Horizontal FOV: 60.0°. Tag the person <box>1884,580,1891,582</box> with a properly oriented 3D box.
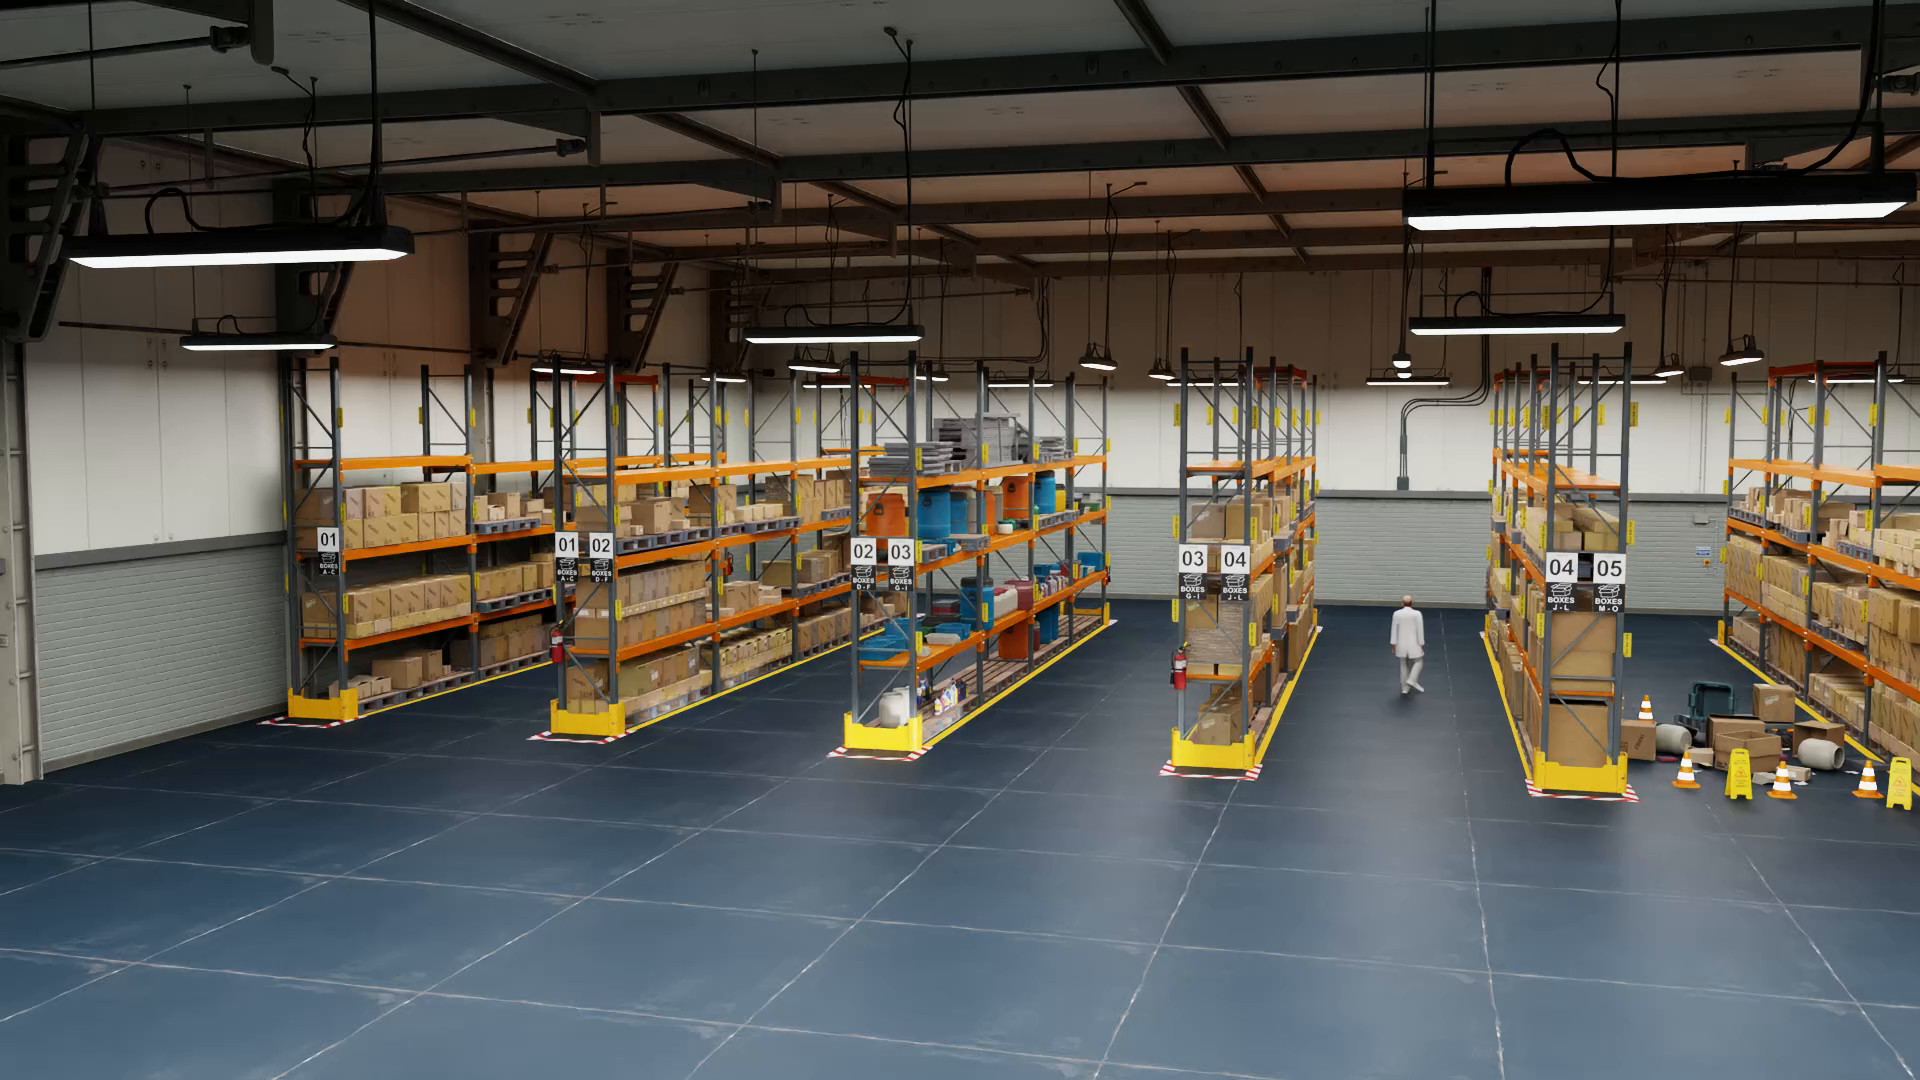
[{"bbox_3d":[19.515,1.602,34.856,0.446,1.658,0.505,-2,5,-28],"label":"person"}]

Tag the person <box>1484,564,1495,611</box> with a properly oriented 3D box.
[{"bbox_3d":[12.807,1.194,39.652,0.806,1.756,0.592,-2,5,-27],"label":"person"}]

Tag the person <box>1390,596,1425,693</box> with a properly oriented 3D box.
[{"bbox_3d":[8.127,1.901,30.199,0.626,1.777,0.587,2,5,22],"label":"person"}]
